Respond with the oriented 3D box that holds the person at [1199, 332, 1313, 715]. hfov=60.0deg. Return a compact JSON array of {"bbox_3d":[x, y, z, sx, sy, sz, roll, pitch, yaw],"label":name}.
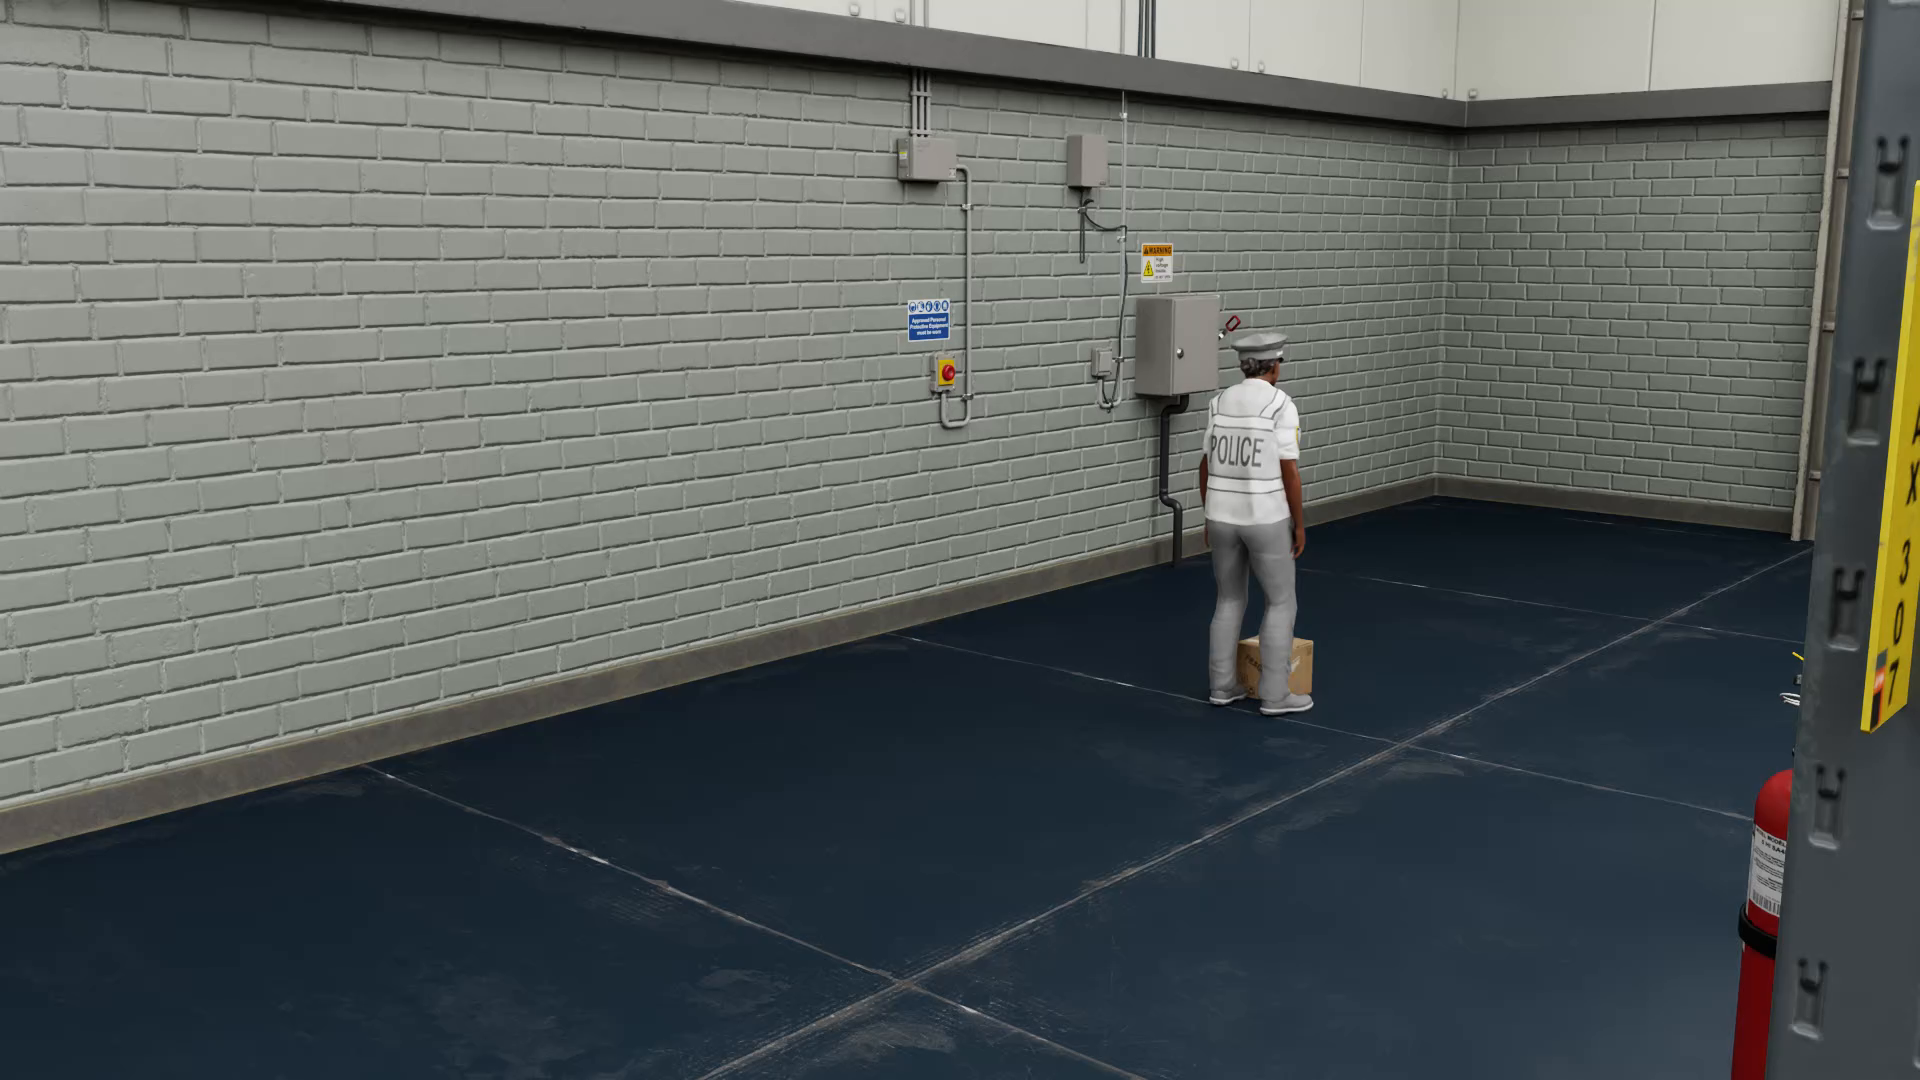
[{"bbox_3d":[1.296,-0.071,7.314,0.515,1.656,0.397,8,13,38],"label":"person"}]
